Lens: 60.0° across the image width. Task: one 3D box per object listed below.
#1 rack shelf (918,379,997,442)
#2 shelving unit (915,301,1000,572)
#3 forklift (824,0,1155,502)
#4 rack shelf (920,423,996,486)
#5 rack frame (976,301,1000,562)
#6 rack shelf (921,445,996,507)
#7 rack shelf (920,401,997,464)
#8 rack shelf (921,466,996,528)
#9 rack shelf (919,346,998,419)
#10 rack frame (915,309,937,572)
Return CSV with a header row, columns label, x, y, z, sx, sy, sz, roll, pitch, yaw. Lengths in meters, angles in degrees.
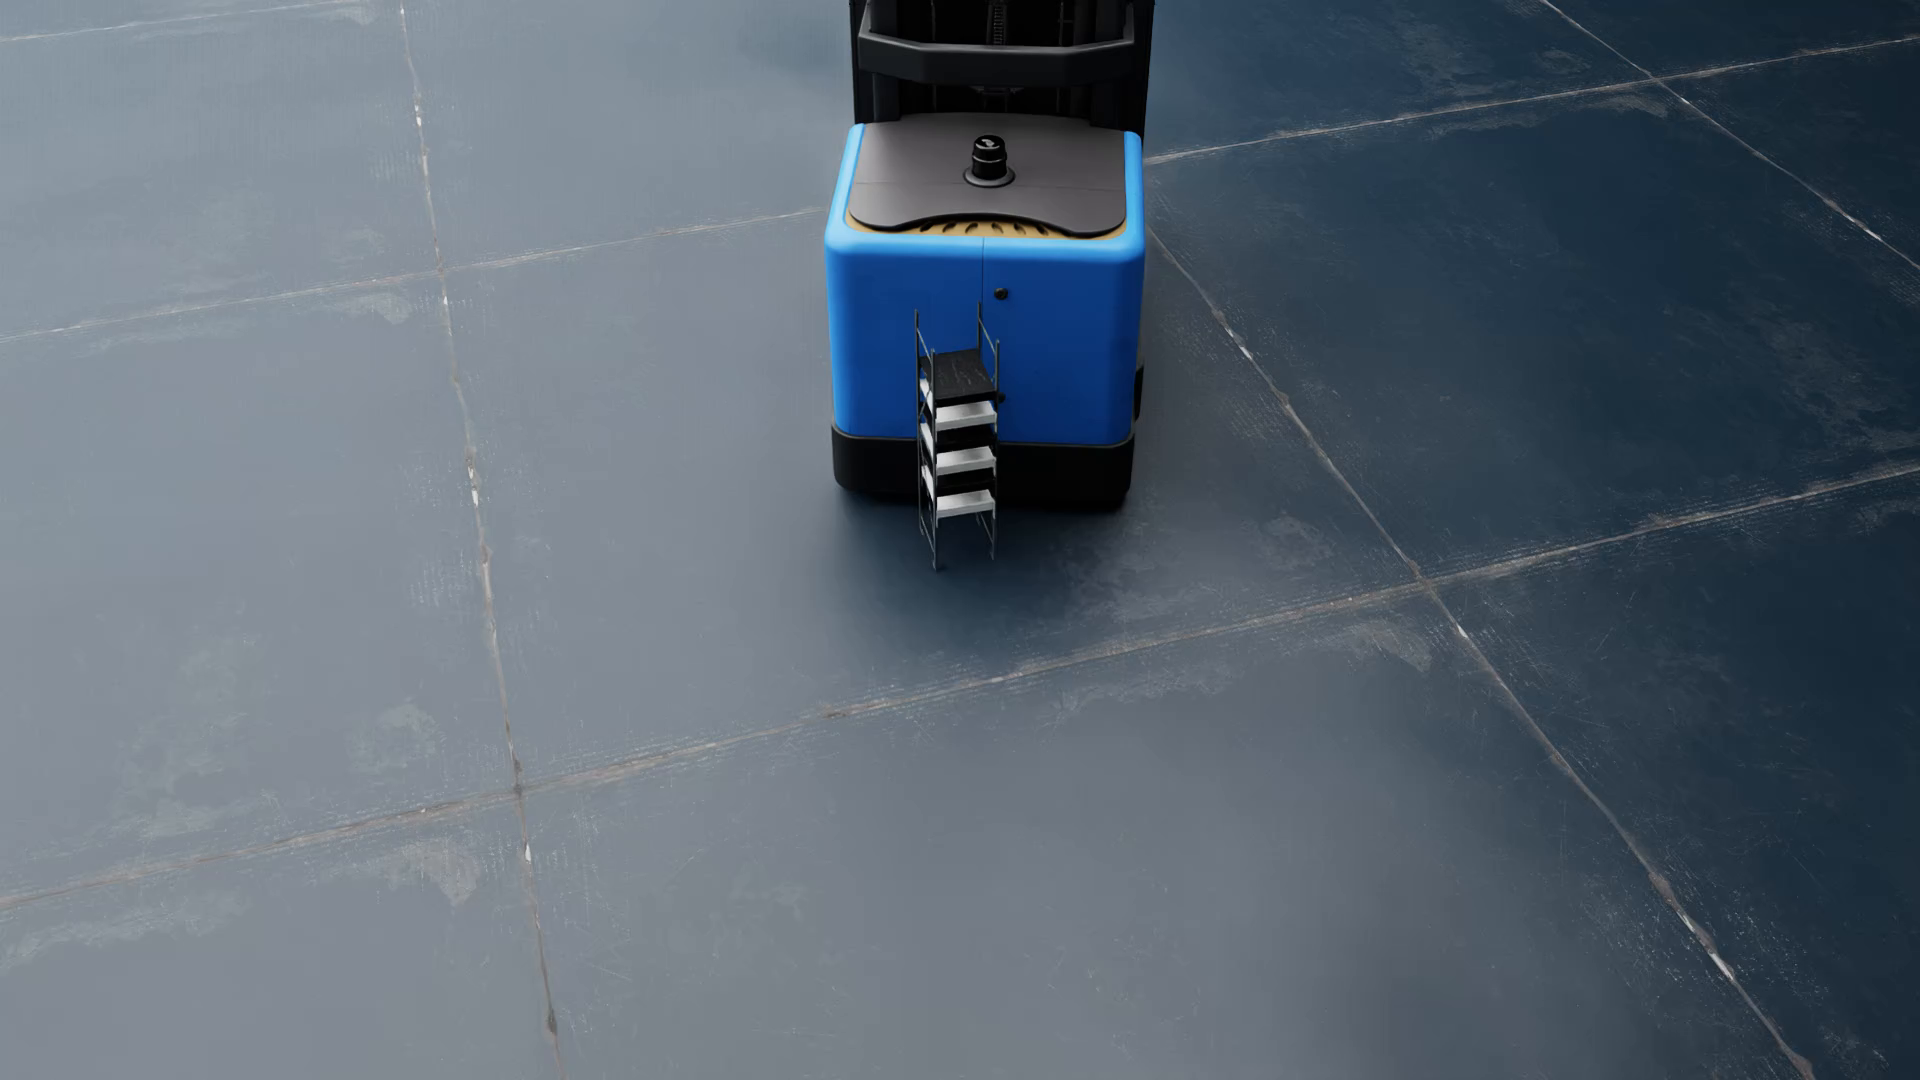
label,x,y,z,sx,sy,sz,roll,pitch,yaw
rack shelf,-0.010,-0.434,5.340,0.200,0.077,0.258,-10,42,-11
shelving unit,-0.010,-0.323,5.436,0.210,0.900,0.258,-10,42,-11
forklift,0.164,-2.194,6.033,1.130,2.935,3.031,2,41,3
rack shelf,-0.010,-0.298,5.458,0.200,0.077,0.258,-10,42,-11
rack frame,0.088,-0.340,5.455,0.006,0.900,0.240,-10,42,-11
rack shelf,-0.010,-0.231,5.517,0.200,0.077,0.258,-10,42,-11
rack shelf,-0.010,-0.366,5.399,0.200,0.077,0.258,-10,42,-11
rack shelf,-0.010,-0.163,5.577,0.200,0.077,0.258,-10,42,-11
rack shelf,-0.010,-0.502,5.281,0.200,0.077,0.258,-10,42,-11
rack frame,-0.109,-0.307,5.417,0.006,0.900,0.240,-10,42,-11
